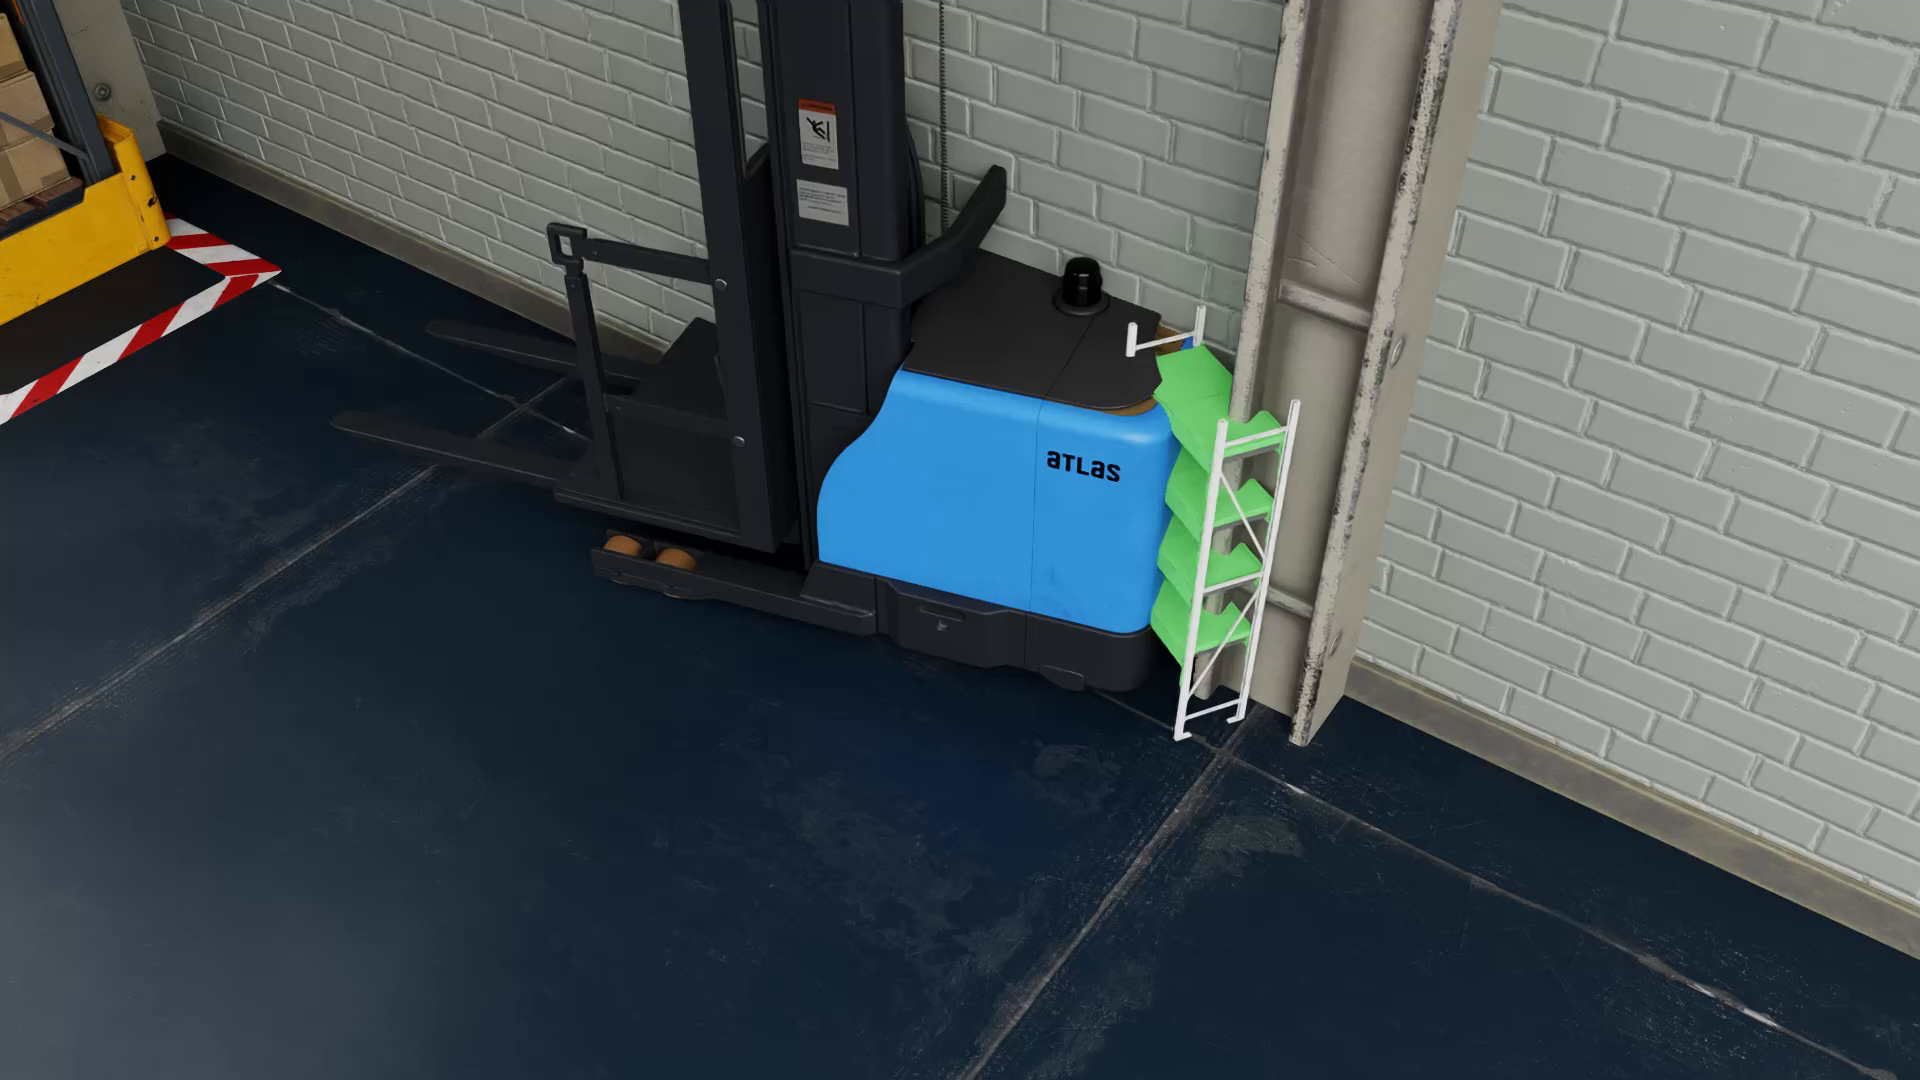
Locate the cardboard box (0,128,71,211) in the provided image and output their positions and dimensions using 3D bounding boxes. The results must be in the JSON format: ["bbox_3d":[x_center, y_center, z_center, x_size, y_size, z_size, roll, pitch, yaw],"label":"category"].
[{"bbox_3d":[-4.179,-1.612,7.049,0.500,0.250,0.500,25,48,25],"label":"cardboard box"}]

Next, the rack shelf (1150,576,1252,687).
[{"bbox_3d":[0.668,0.205,5.065,0.258,0.148,0.480,-15,43,-18],"label":"rack shelf"}]

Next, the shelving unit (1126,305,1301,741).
[{"bbox_3d":[0.671,-0.025,4.867,0.258,1.200,0.503,-15,43,-18],"label":"shelving unit"}]

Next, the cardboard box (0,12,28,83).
[{"bbox_3d":[-4.174,-1.977,6.708,0.500,0.250,0.500,24,47,25],"label":"cardboard box"}]

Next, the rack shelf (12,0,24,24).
[{"bbox_3d":[-5.527,-2.683,7.039,4.000,0.370,1.077,25,48,25],"label":"rack shelf"}]

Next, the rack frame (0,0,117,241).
[{"bbox_3d":[-3.889,-2.186,5.943,0.127,3.000,1.000,25,48,25],"label":"rack frame"}]

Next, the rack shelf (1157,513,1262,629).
[{"bbox_3d":[0.671,0.023,4.908,0.258,0.148,0.480,-15,43,-18],"label":"rack shelf"}]

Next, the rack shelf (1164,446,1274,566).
[{"bbox_3d":[0.674,-0.159,4.752,0.258,0.148,0.480,-15,43,-18],"label":"rack shelf"}]

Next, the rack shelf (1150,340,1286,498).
[{"bbox_3d":[0.677,-0.341,4.596,0.258,0.148,0.480,-15,43,-18],"label":"rack shelf"}]

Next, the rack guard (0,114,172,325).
[{"bbox_3d":[-3.870,-1.245,6.766,0.348,0.500,1.175,25,48,25],"label":"rack guard"}]

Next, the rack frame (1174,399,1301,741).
[{"bbox_3d":[0.770,0.121,4.698,0.240,1.200,0.015,-15,43,-18],"label":"rack frame"}]

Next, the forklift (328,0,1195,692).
[{"bbox_3d":[-0.698,-1.217,4.912,3.031,2.935,1.130,13,43,14],"label":"forklift"}]

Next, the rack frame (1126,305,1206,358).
[{"bbox_3d":[0.573,-0.172,5.036,0.240,1.200,0.015,-15,43,-18],"label":"rack frame"}]

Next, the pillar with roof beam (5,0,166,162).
[{"bbox_3d":[-6.414,-2.830,2.164,0.400,9.000,9.100,25,48,25],"label":"pillar with roof beam"}]

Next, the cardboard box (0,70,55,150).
[{"bbox_3d":[-4.155,-1.797,6.881,0.500,0.250,0.500,26,48,26],"label":"cardboard box"}]

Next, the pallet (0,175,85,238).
[{"bbox_3d":[-4.540,-1.416,7.174,1.213,0.211,1.003,25,48,25],"label":"pallet"}]
